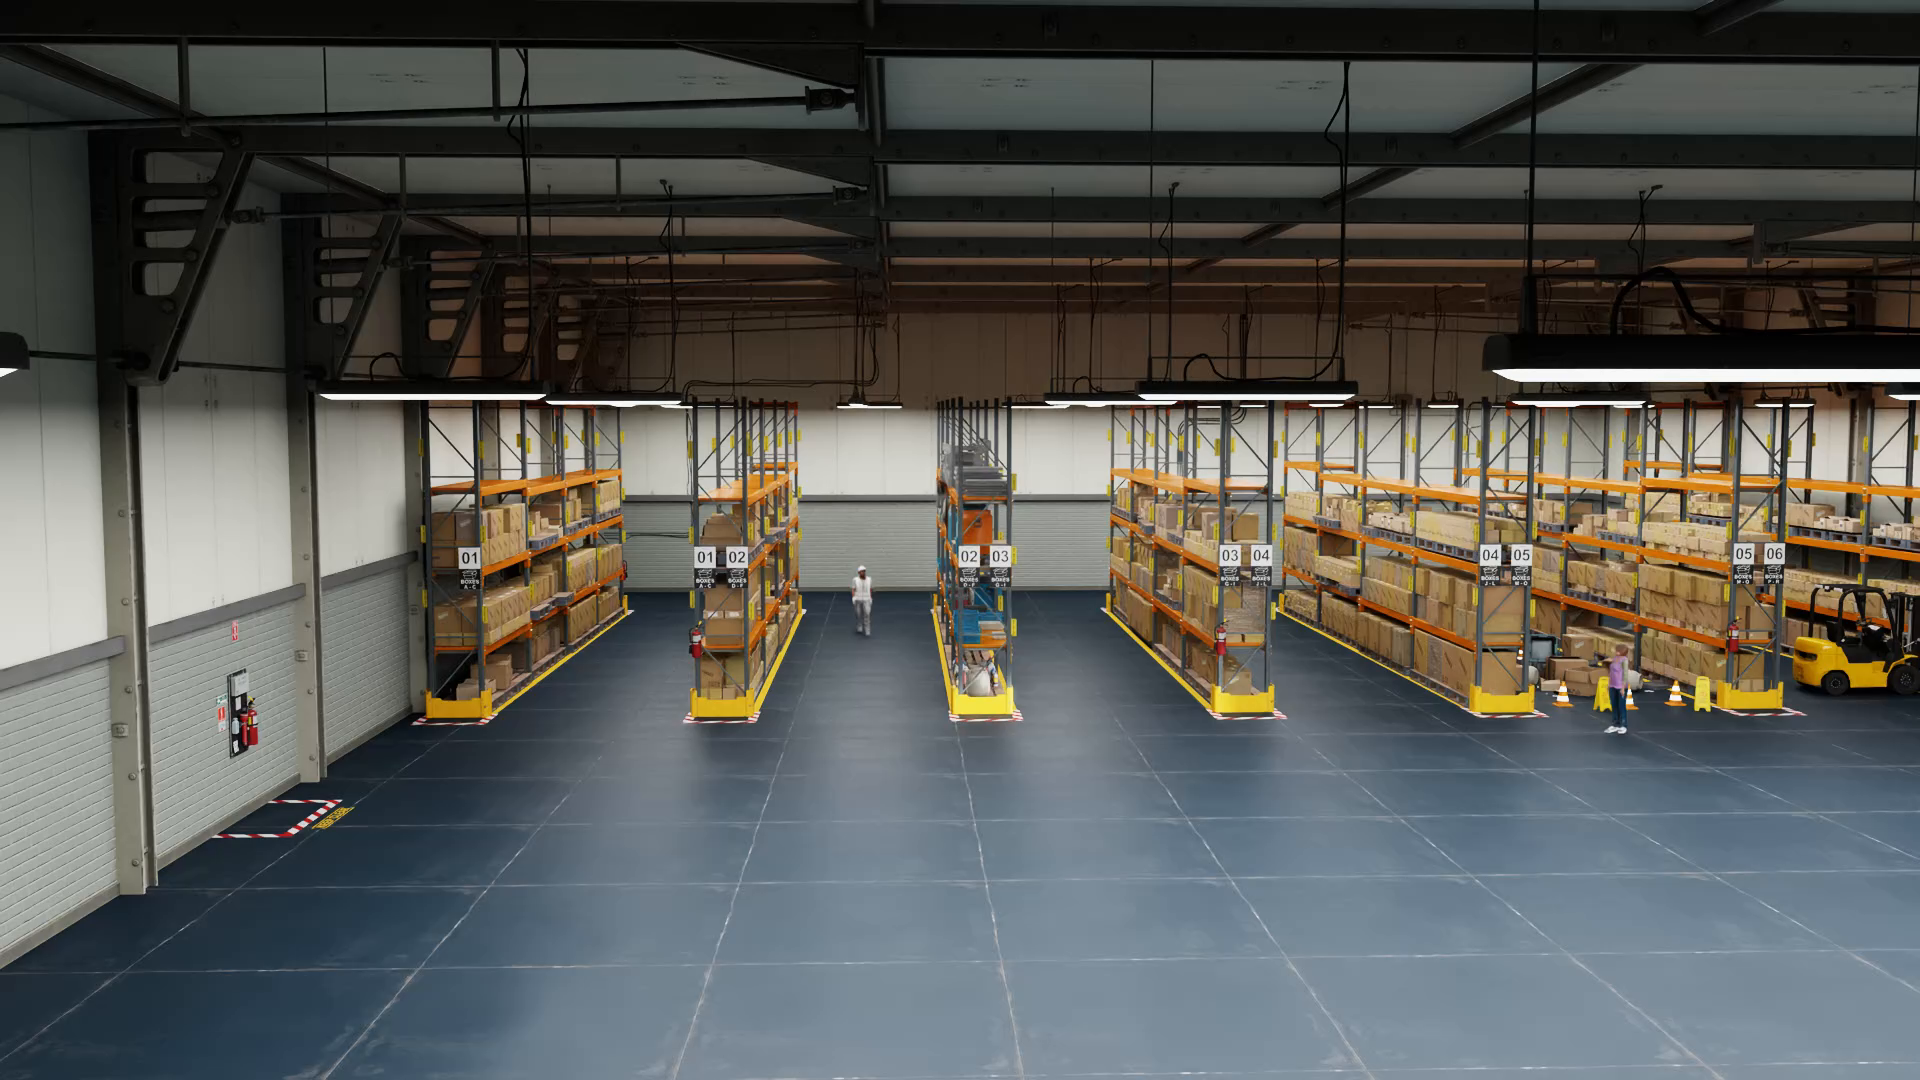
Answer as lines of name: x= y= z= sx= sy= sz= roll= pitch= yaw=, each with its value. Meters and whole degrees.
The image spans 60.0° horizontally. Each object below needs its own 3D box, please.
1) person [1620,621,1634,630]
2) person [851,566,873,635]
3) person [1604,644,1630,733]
person: x=17.577 y=1.490 z=43.512 sx=0.504 sy=1.796 sz=0.620 roll=2 pitch=5 yaw=23
person: x=-2.505 y=1.541 z=42.678 sx=0.559 sy=1.738 sz=0.972 roll=0 pitch=4 yaw=-5
person: x=11.726 y=2.644 z=29.628 sx=0.350 sy=1.621 sz=0.483 roll=-2 pitch=5 yaw=-29
